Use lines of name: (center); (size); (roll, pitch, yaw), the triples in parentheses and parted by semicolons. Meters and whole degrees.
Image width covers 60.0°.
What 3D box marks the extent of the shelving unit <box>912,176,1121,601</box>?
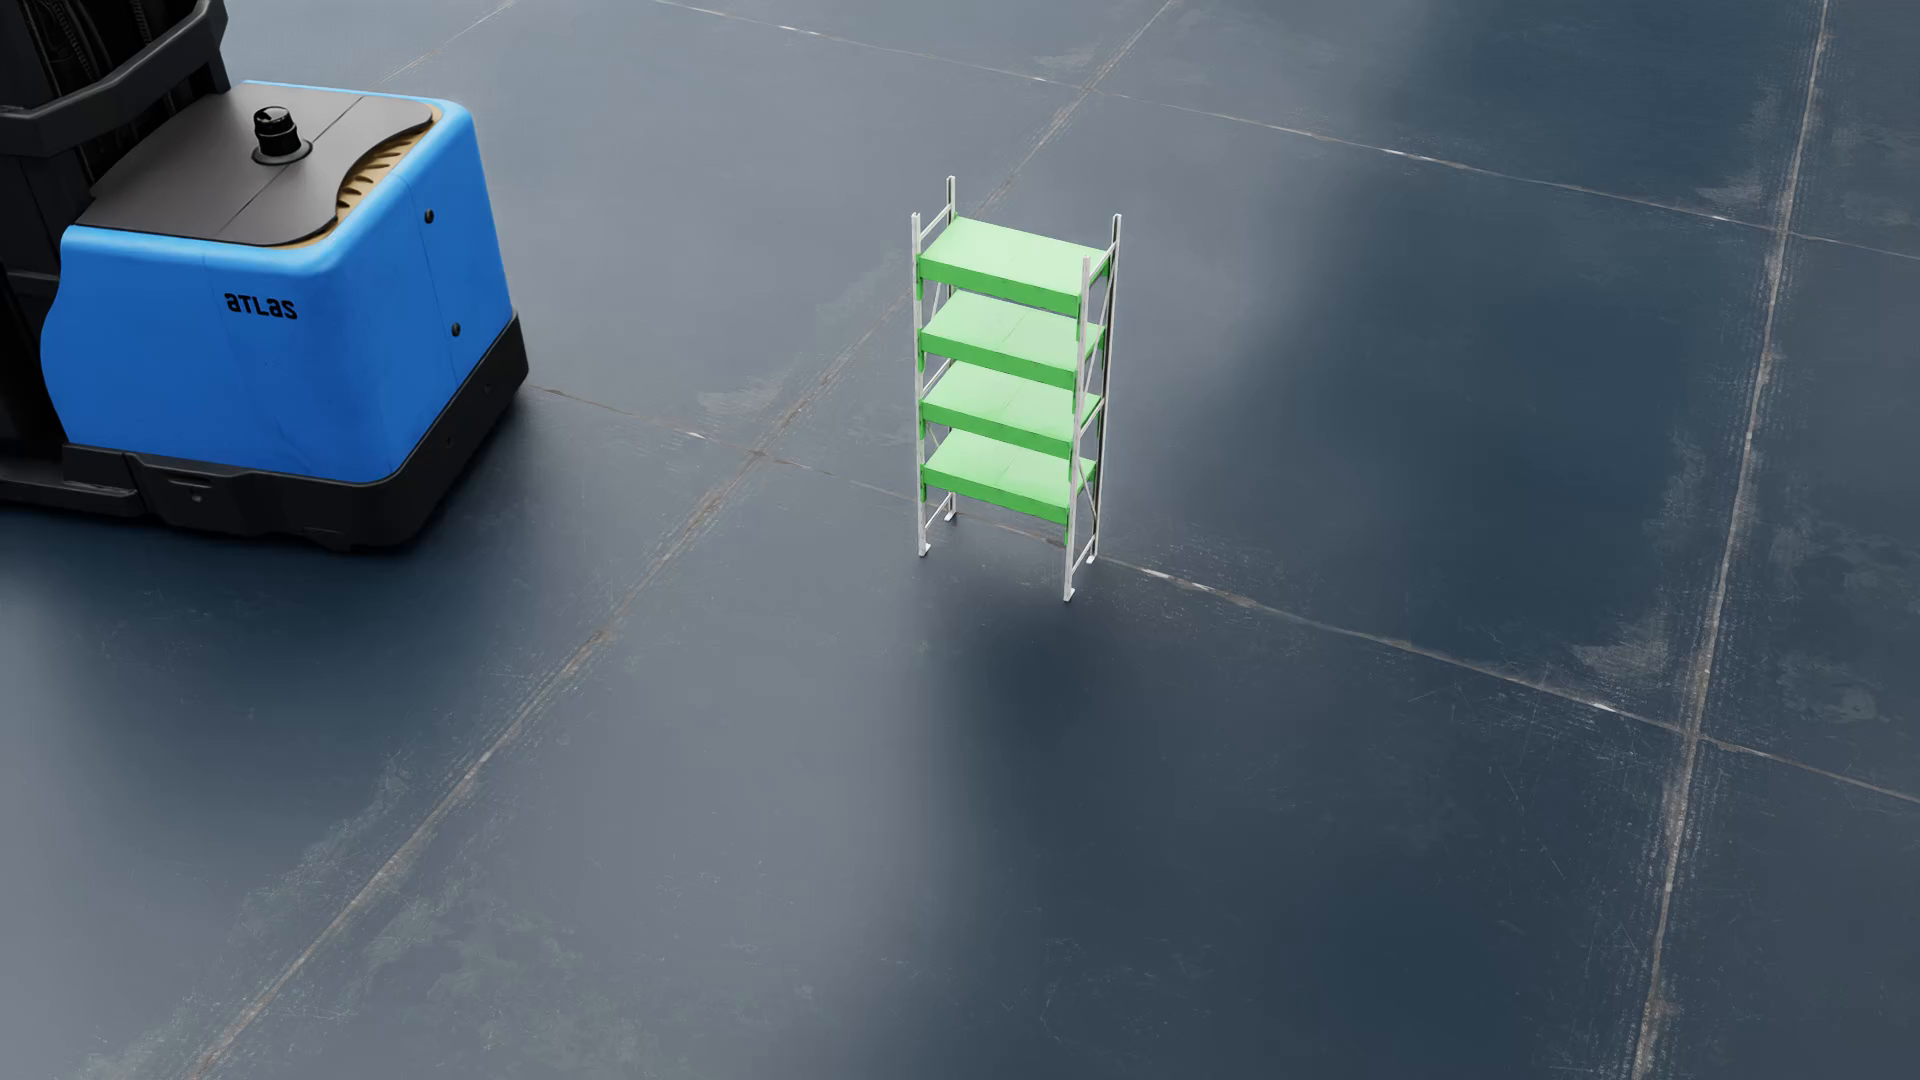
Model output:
shelving unit: (0.150, -0.408, 4.804); (0.503, 1.200, 0.258); (17, 44, 19)

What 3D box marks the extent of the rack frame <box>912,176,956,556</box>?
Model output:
rack frame: (-0.071, -0.475, 4.882); (0.015, 1.200, 0.240); (17, 44, 19)

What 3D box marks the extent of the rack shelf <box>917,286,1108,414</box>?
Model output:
rack shelf: (0.150, -0.541, 4.689); (0.480, 0.148, 0.258); (17, 44, 19)

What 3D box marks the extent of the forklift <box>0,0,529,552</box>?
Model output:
forklift: (-3.079, -1.561, 4.813); (3.031, 2.935, 1.130); (8, 42, 9)

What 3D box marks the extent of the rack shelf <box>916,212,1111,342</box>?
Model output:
rack shelf: (0.150, -0.722, 4.532); (0.480, 0.148, 0.258); (17, 44, 19)

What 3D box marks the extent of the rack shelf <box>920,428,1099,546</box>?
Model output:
rack shelf: (0.150, -0.178, 5.003); (0.480, 0.148, 0.258); (17, 44, 19)

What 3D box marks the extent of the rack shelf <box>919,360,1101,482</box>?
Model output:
rack shelf: (0.150, -0.359, 4.846); (0.480, 0.148, 0.258); (17, 44, 19)

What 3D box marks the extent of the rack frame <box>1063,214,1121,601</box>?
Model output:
rack frame: (0.371, -0.340, 4.726); (0.015, 1.200, 0.240); (17, 44, 19)
